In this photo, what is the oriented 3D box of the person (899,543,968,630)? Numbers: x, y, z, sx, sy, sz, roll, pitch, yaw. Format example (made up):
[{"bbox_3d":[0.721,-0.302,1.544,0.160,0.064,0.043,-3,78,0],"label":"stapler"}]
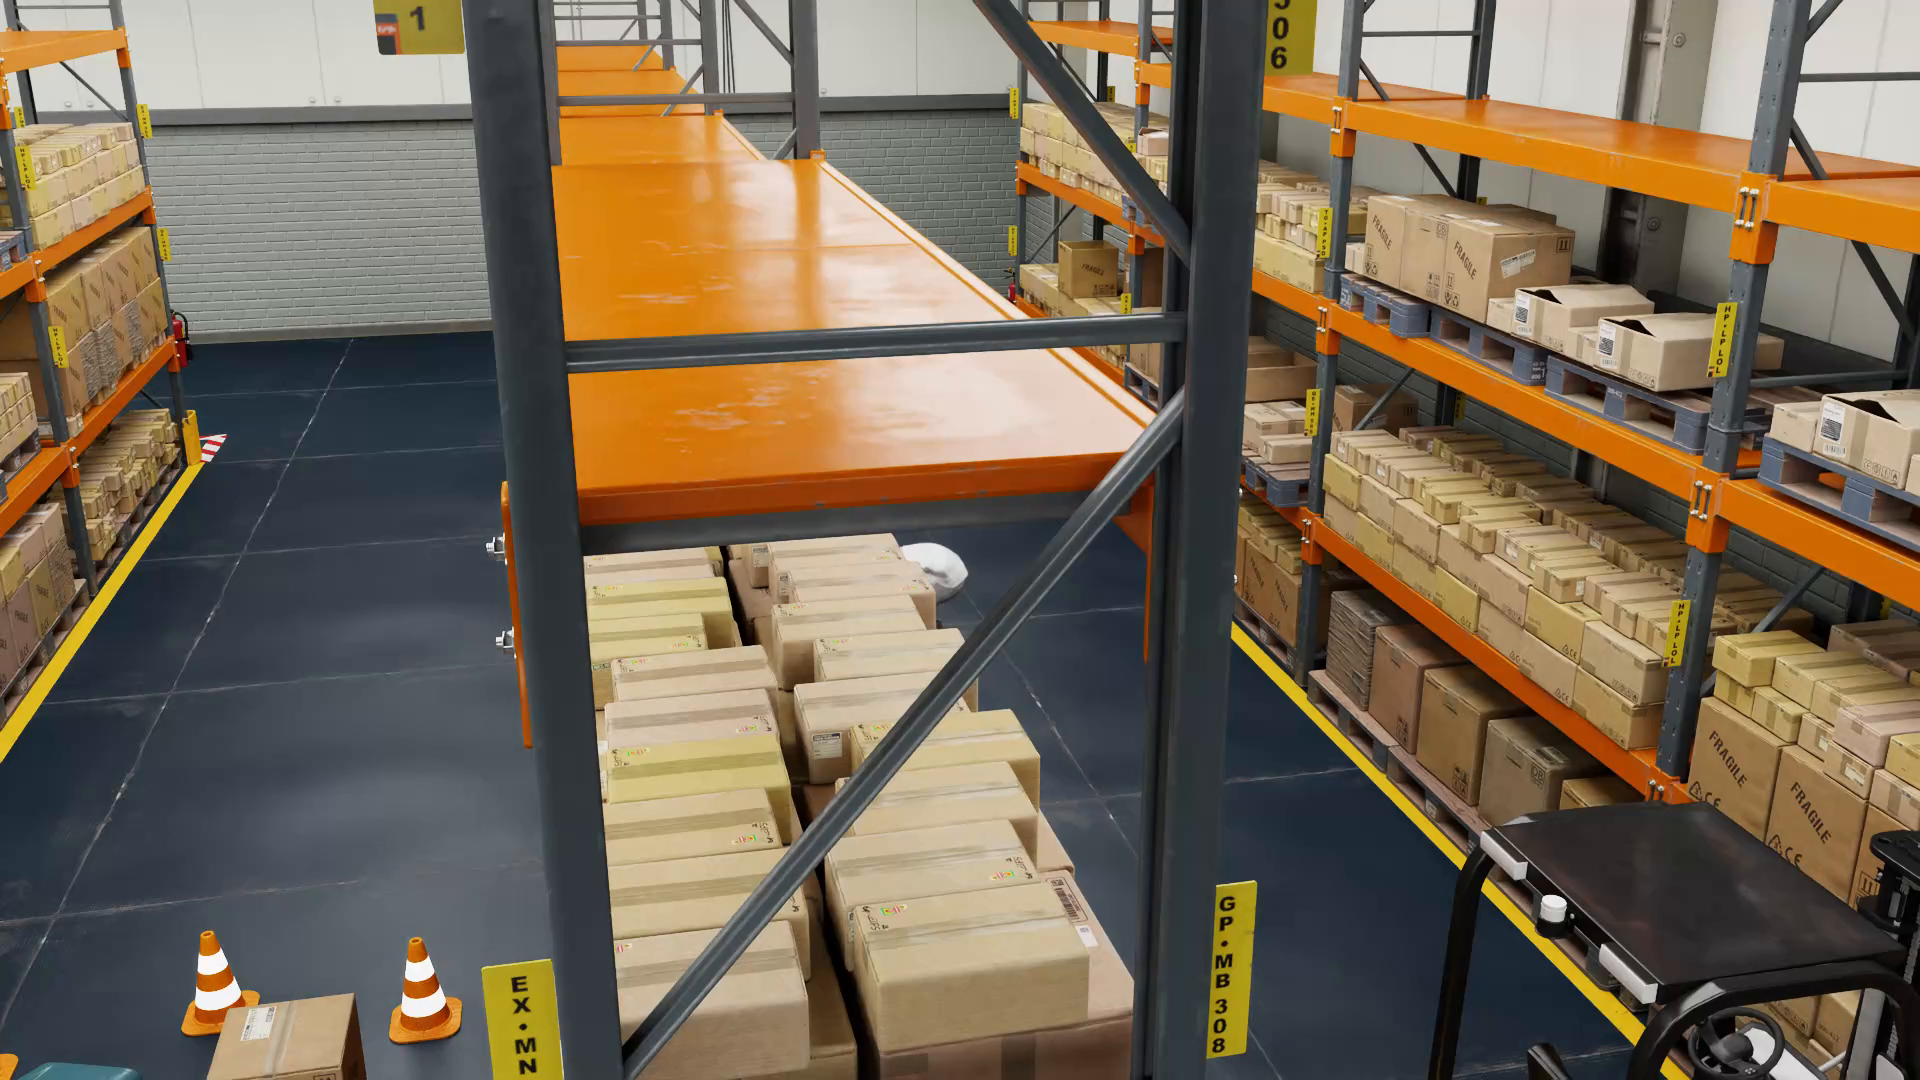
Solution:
[{"bbox_3d":[-0.446,0.441,12.589,0.999,0.815,0.497,-5,20,-14],"label":"person"}]
